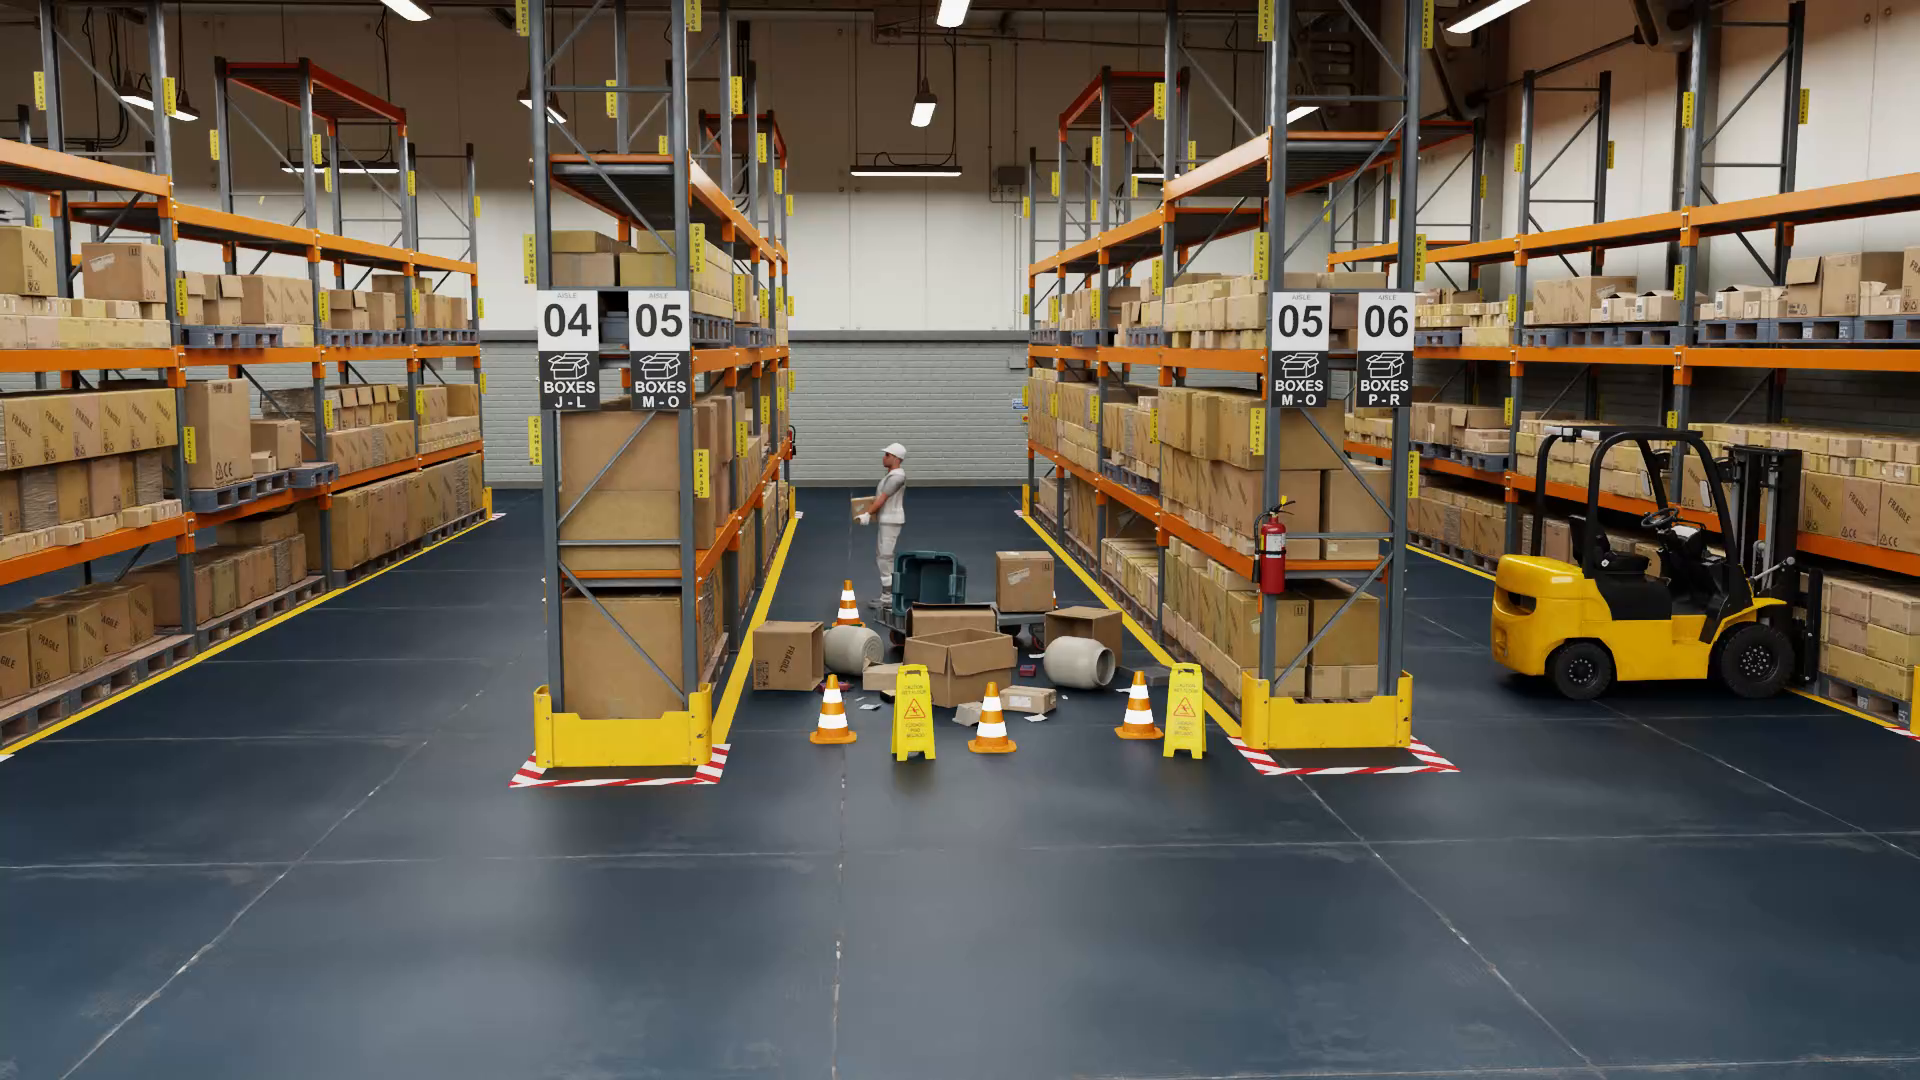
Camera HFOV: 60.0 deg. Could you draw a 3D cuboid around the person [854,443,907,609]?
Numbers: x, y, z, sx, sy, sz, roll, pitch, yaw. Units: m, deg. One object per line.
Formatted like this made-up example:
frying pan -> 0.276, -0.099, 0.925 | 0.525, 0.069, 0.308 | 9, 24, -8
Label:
person -> -0.862, -0.156, 17.980 | 0.573, 1.782, 0.494 | 0, 7, -4
